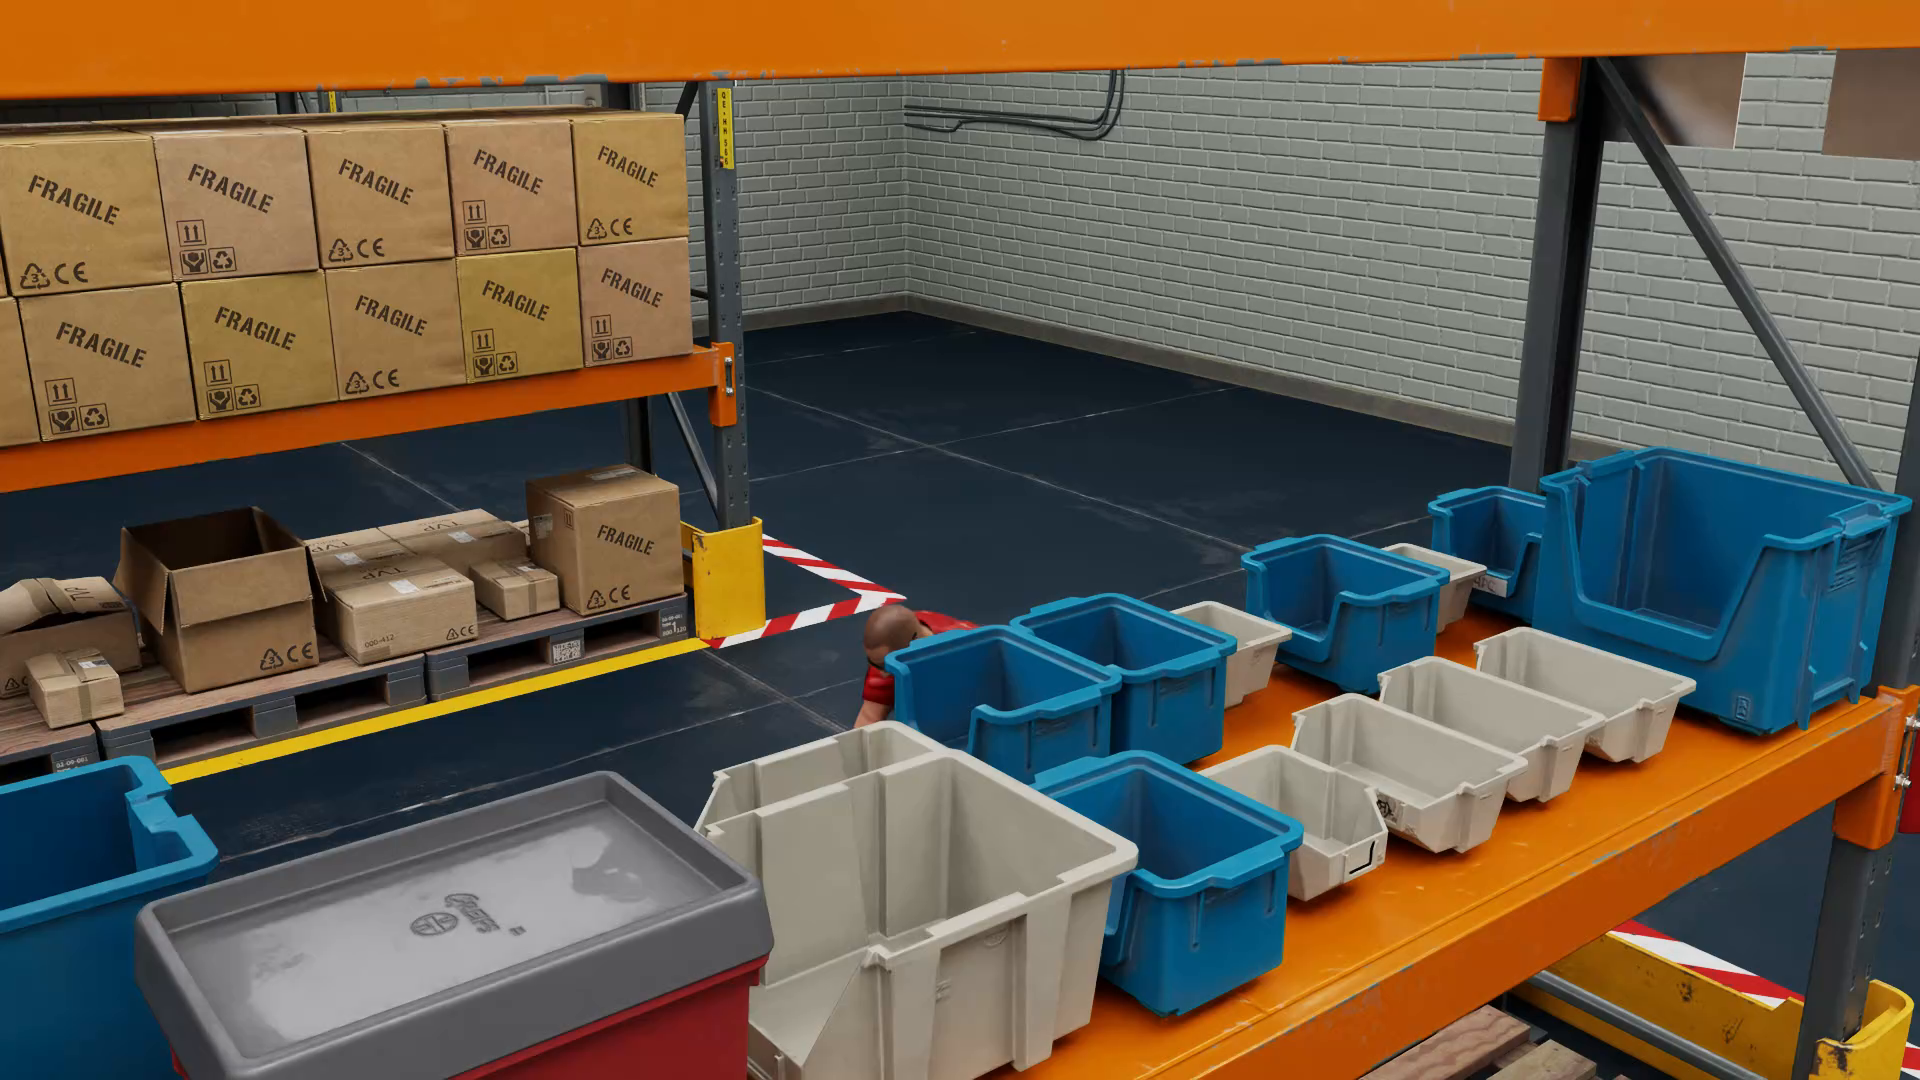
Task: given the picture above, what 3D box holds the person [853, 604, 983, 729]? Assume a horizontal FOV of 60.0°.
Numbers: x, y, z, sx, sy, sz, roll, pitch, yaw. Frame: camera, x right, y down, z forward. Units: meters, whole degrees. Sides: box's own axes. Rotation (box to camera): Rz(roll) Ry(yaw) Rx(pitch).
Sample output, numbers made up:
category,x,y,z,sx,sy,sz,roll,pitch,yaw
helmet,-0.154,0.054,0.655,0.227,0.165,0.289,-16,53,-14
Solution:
category,x,y,z,sx,sy,sz,roll,pitch,yaw
person,-0.033,0.606,5.420,0.886,0.987,0.539,-14,22,-37
